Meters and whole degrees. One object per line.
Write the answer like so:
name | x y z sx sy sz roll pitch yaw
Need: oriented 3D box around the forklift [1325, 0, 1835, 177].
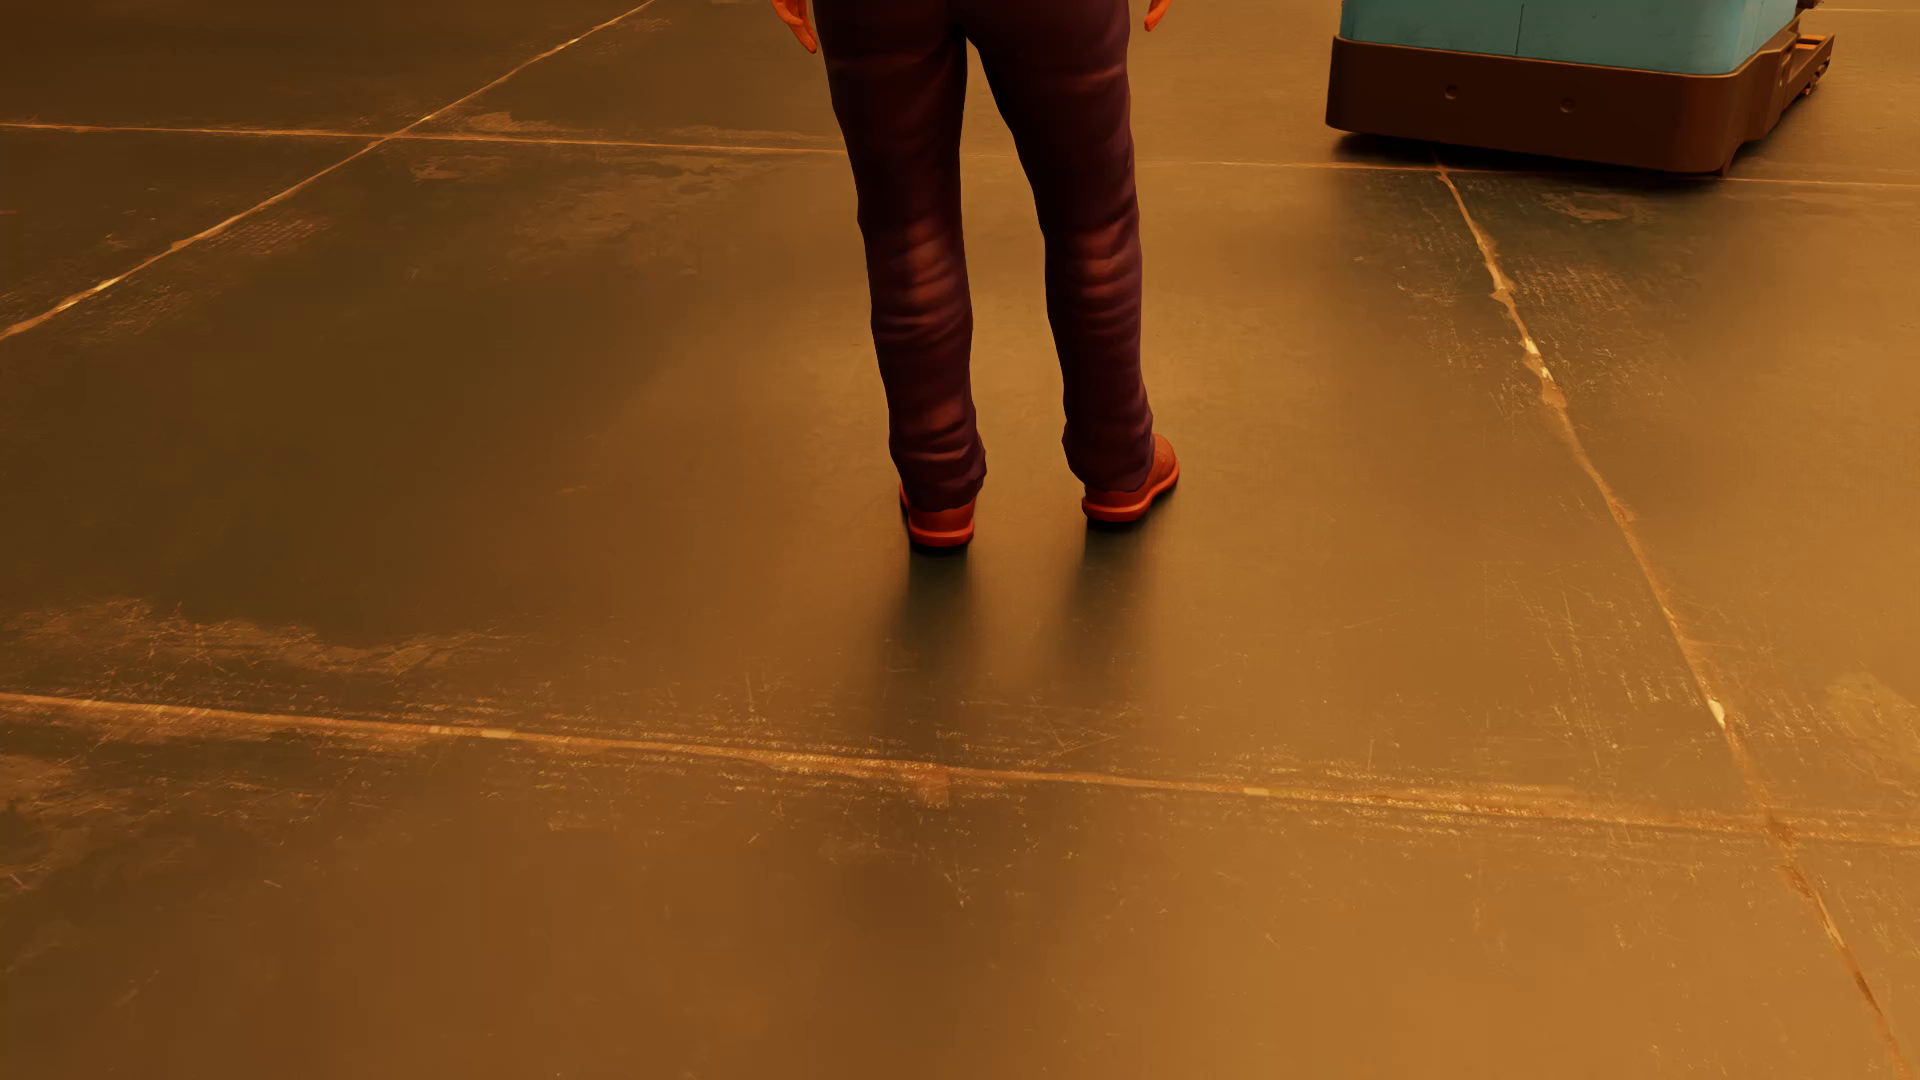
forklift | 2.246 -2.849 4.928 1.130 2.935 3.031 16 31 29

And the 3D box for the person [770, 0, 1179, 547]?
person | 0.035 -0.783 2.205 0.598 1.651 0.503 3 27 7
